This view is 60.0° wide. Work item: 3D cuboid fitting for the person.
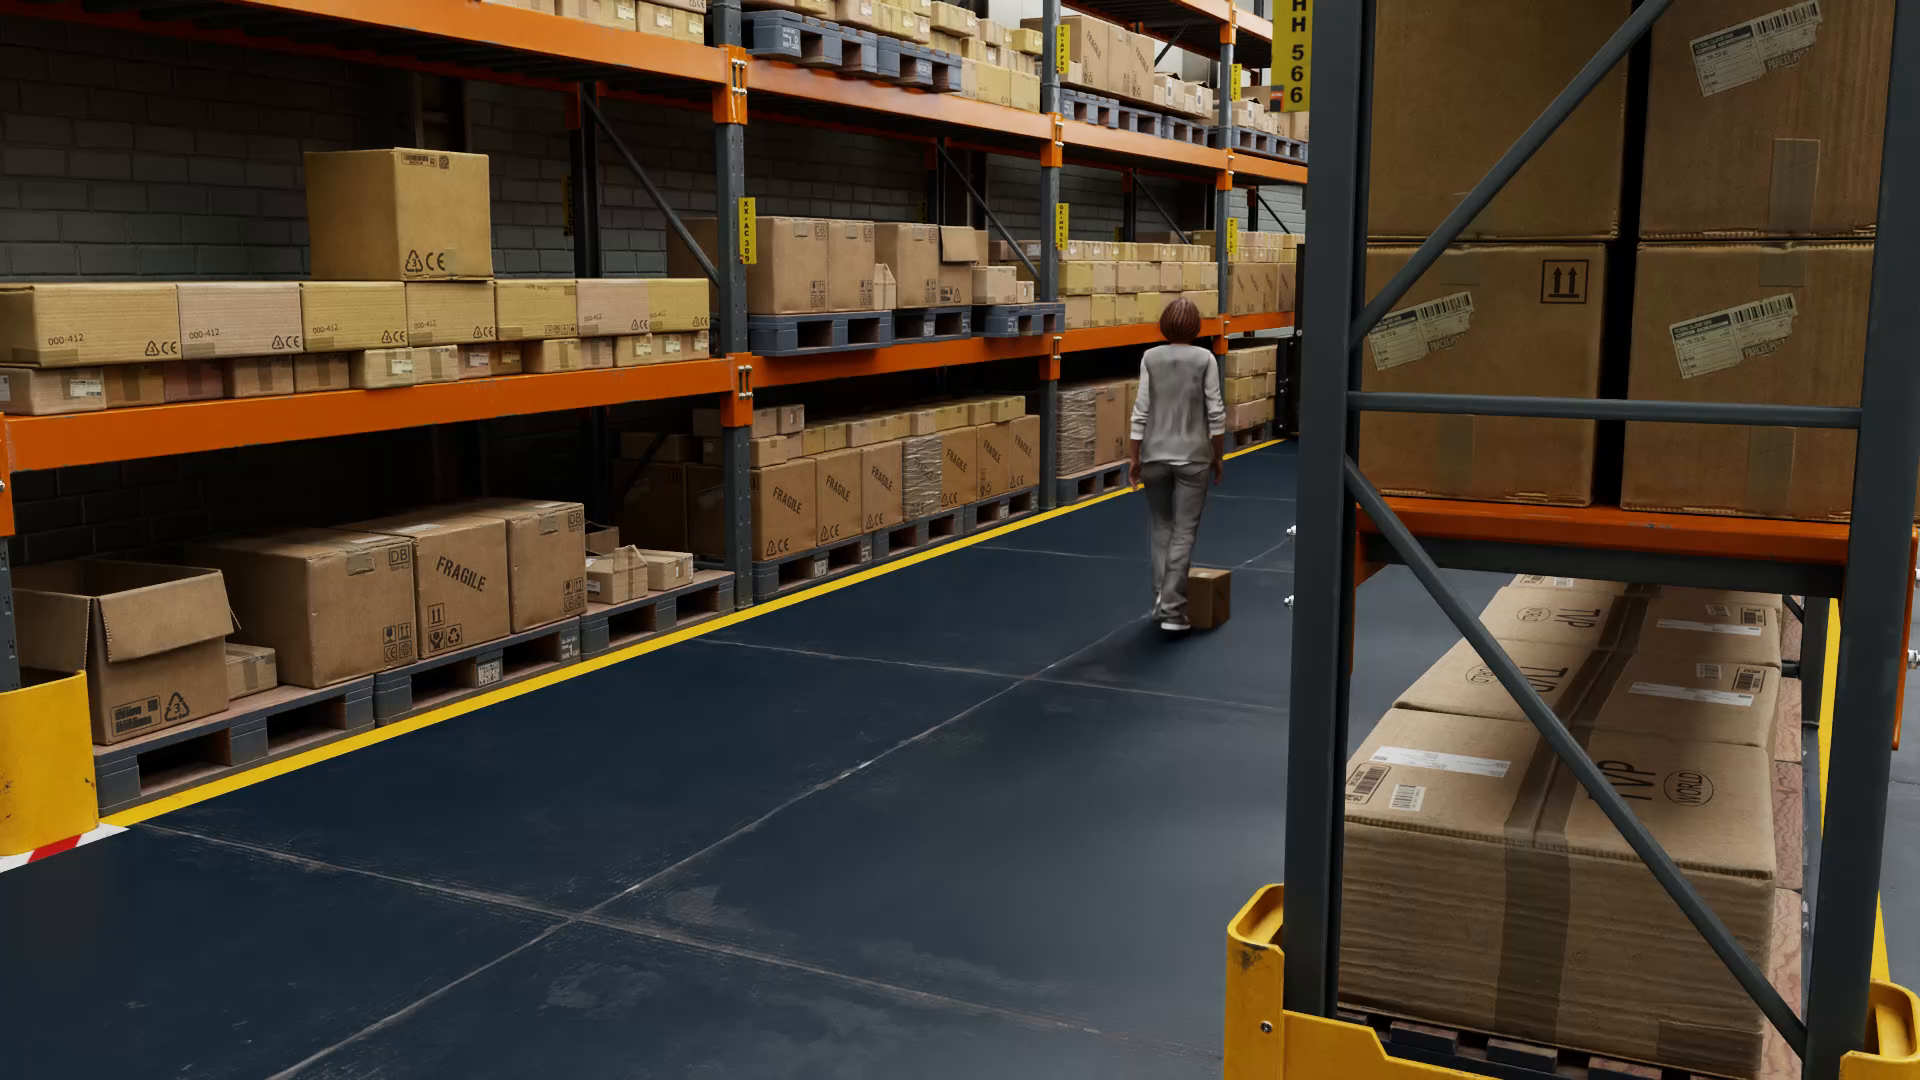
[{"bbox_3d":[1.039,-0.344,8.001,0.444,1.629,0.546,4,10,21],"label":"person"}]
